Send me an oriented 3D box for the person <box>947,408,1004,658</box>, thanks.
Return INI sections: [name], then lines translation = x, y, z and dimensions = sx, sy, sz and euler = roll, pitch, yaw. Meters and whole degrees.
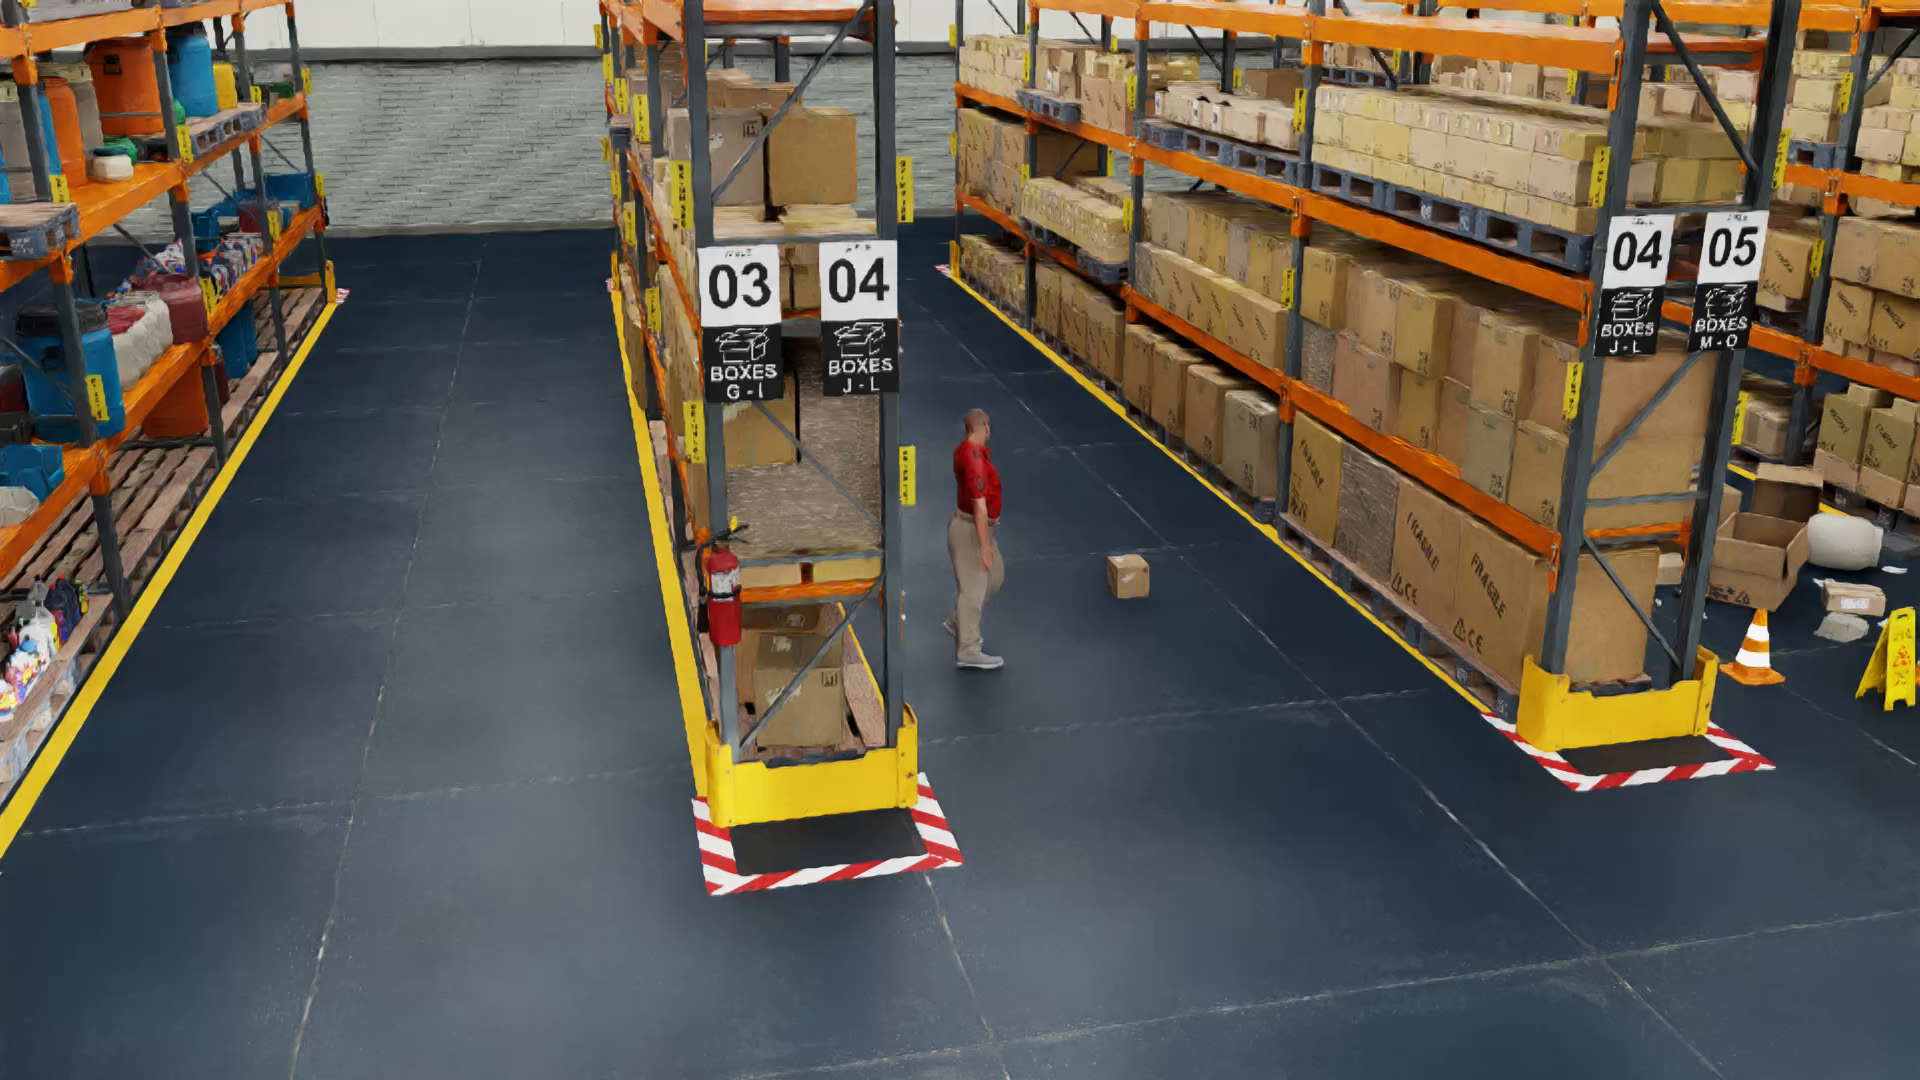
[person]
translation = 0.111, -0.068, 11.185
dimensions = 0.397, 1.622, 0.643
euler = 0, 19, -1
